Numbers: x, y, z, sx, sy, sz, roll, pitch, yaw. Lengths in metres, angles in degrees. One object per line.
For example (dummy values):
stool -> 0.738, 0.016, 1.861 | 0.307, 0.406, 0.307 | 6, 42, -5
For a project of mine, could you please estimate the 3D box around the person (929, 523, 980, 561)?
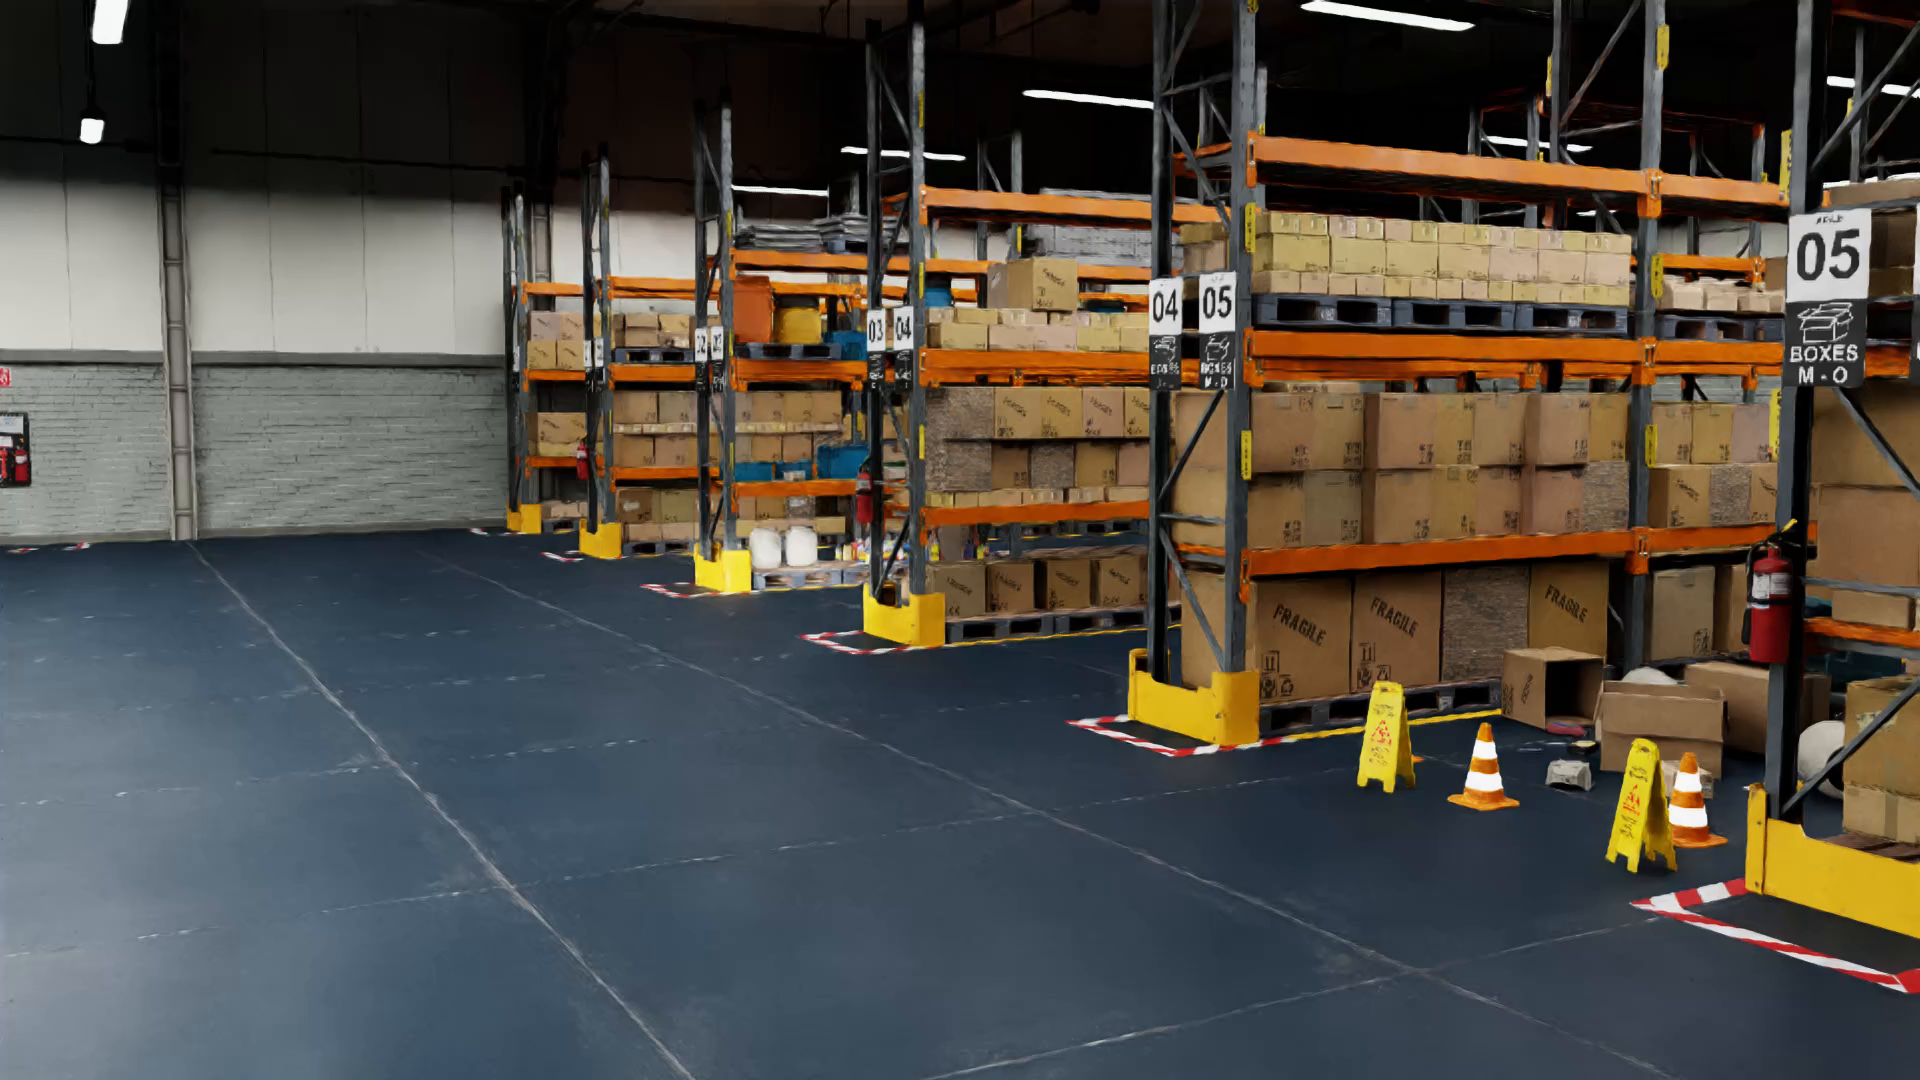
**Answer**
person -> -0.045, -0.064, 18.111 | 0.696, 1.714, 0.693 | 3, 6, 31
